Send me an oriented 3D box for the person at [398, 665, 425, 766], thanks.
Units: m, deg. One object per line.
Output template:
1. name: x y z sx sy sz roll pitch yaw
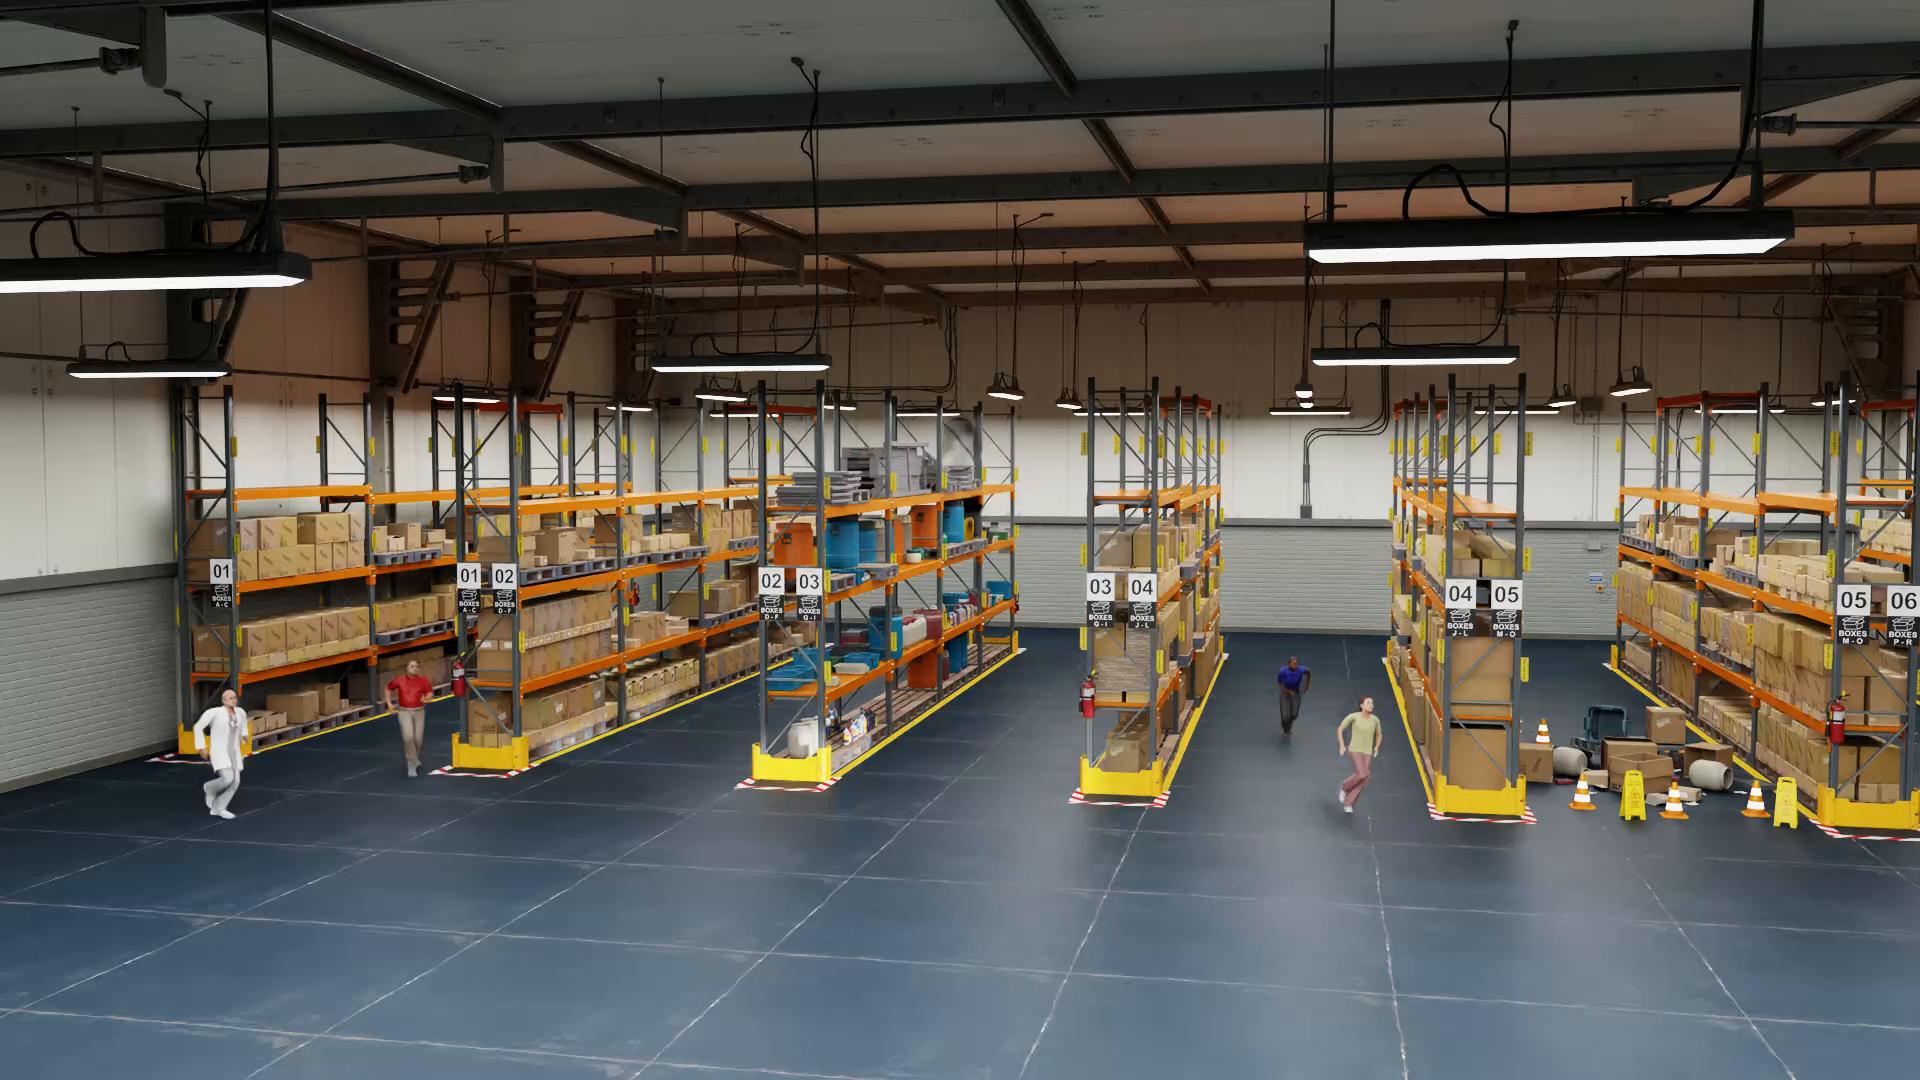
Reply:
1. person: -8.436 2.674 25.566 0.411 1.512 0.672 -2 4 -33

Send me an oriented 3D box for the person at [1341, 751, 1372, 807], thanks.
1. person: 5.472 3.232 22.741 0.392 0.890 0.466 -1 3 -13

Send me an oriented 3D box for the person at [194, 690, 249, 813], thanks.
1. person: -9.869 2.853 22.412 0.613 1.662 0.702 2 4 31

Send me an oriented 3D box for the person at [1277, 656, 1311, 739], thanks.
1. person: 5.692 2.691 28.362 0.597 1.468 0.787 0 3 2

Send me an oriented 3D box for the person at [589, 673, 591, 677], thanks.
1. person: -8.056 2.259 35.732 0.384 1.492 0.802 0 3 -7
